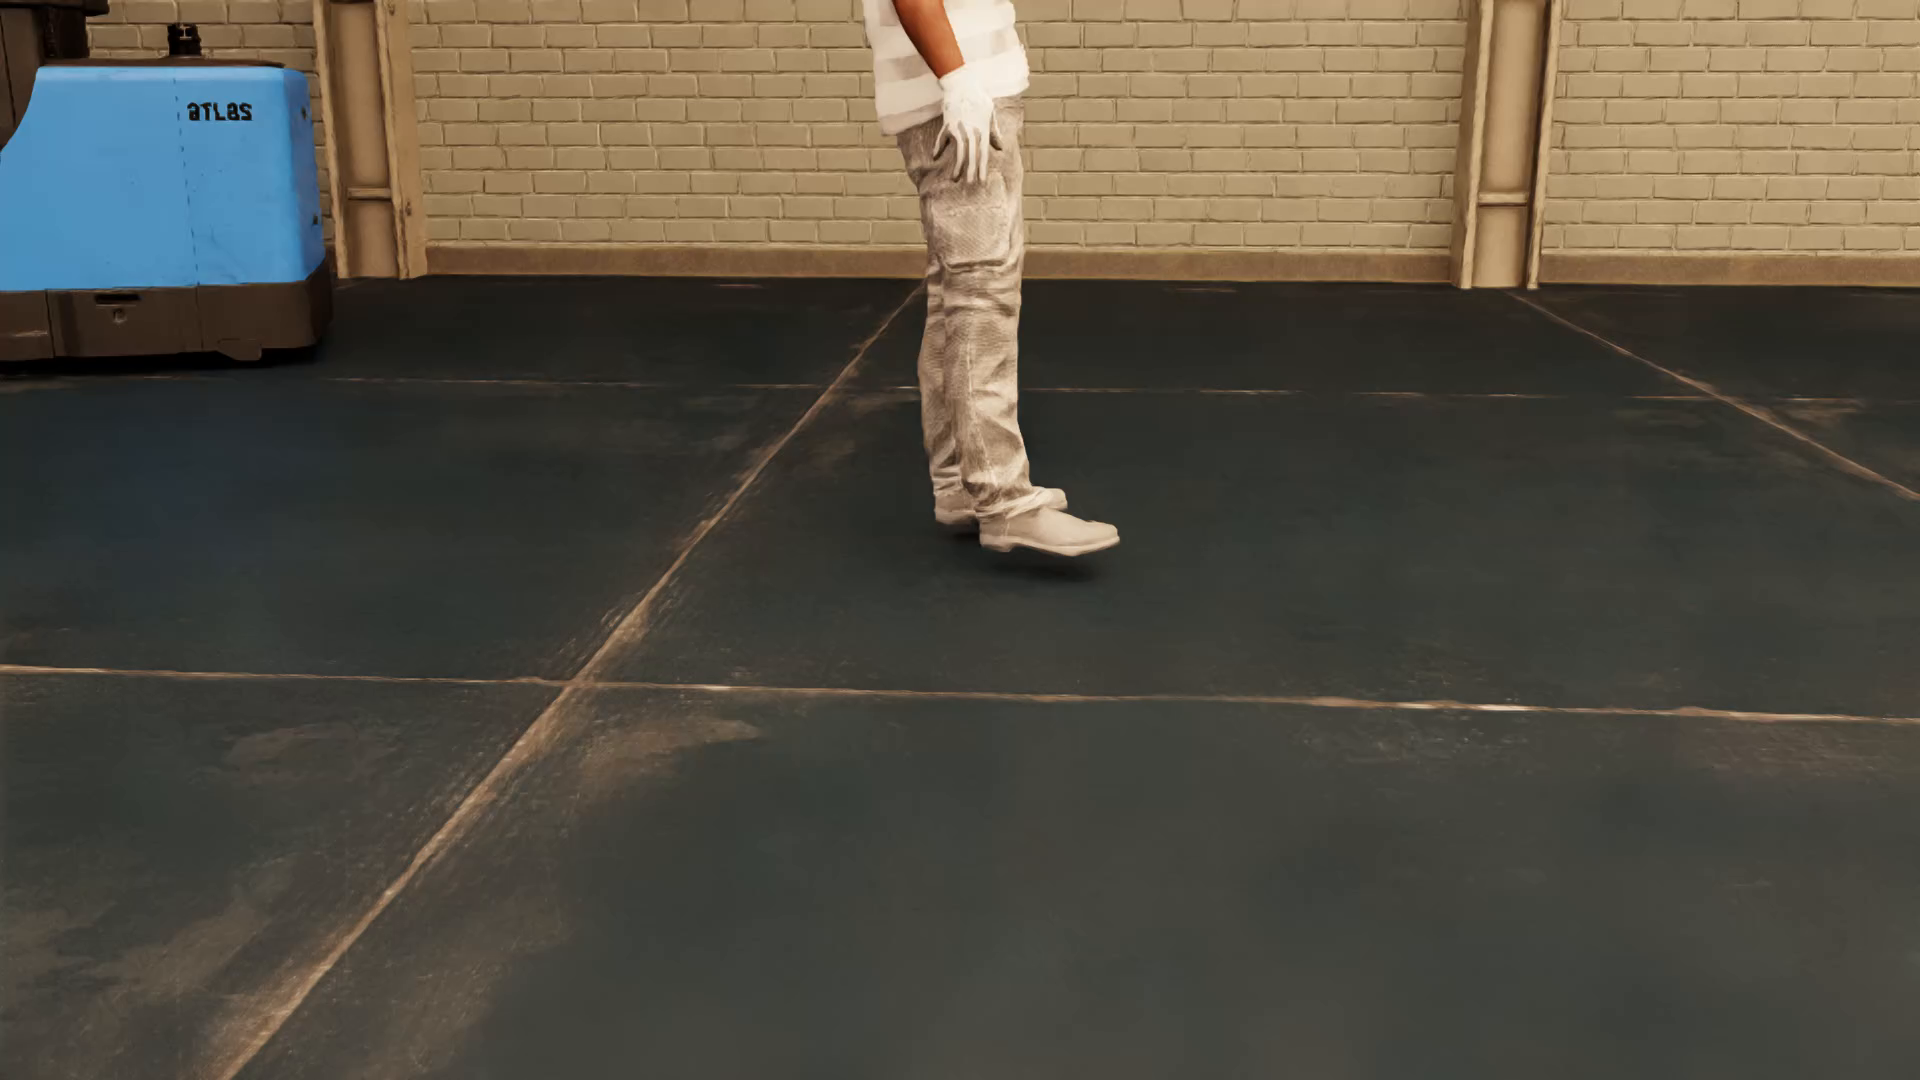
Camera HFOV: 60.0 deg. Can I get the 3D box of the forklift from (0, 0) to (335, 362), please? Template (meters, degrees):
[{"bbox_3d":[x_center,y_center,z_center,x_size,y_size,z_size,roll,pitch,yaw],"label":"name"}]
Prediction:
[{"bbox_3d":[-3.996,-2.084,5.894,3.031,2.935,1.130,-4,16,-15],"label":"forklift"}]

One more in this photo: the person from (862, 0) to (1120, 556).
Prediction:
[{"bbox_3d":[0.071,-0.900,3.556,0.576,1.777,0.655,1,15,4],"label":"person"}]
